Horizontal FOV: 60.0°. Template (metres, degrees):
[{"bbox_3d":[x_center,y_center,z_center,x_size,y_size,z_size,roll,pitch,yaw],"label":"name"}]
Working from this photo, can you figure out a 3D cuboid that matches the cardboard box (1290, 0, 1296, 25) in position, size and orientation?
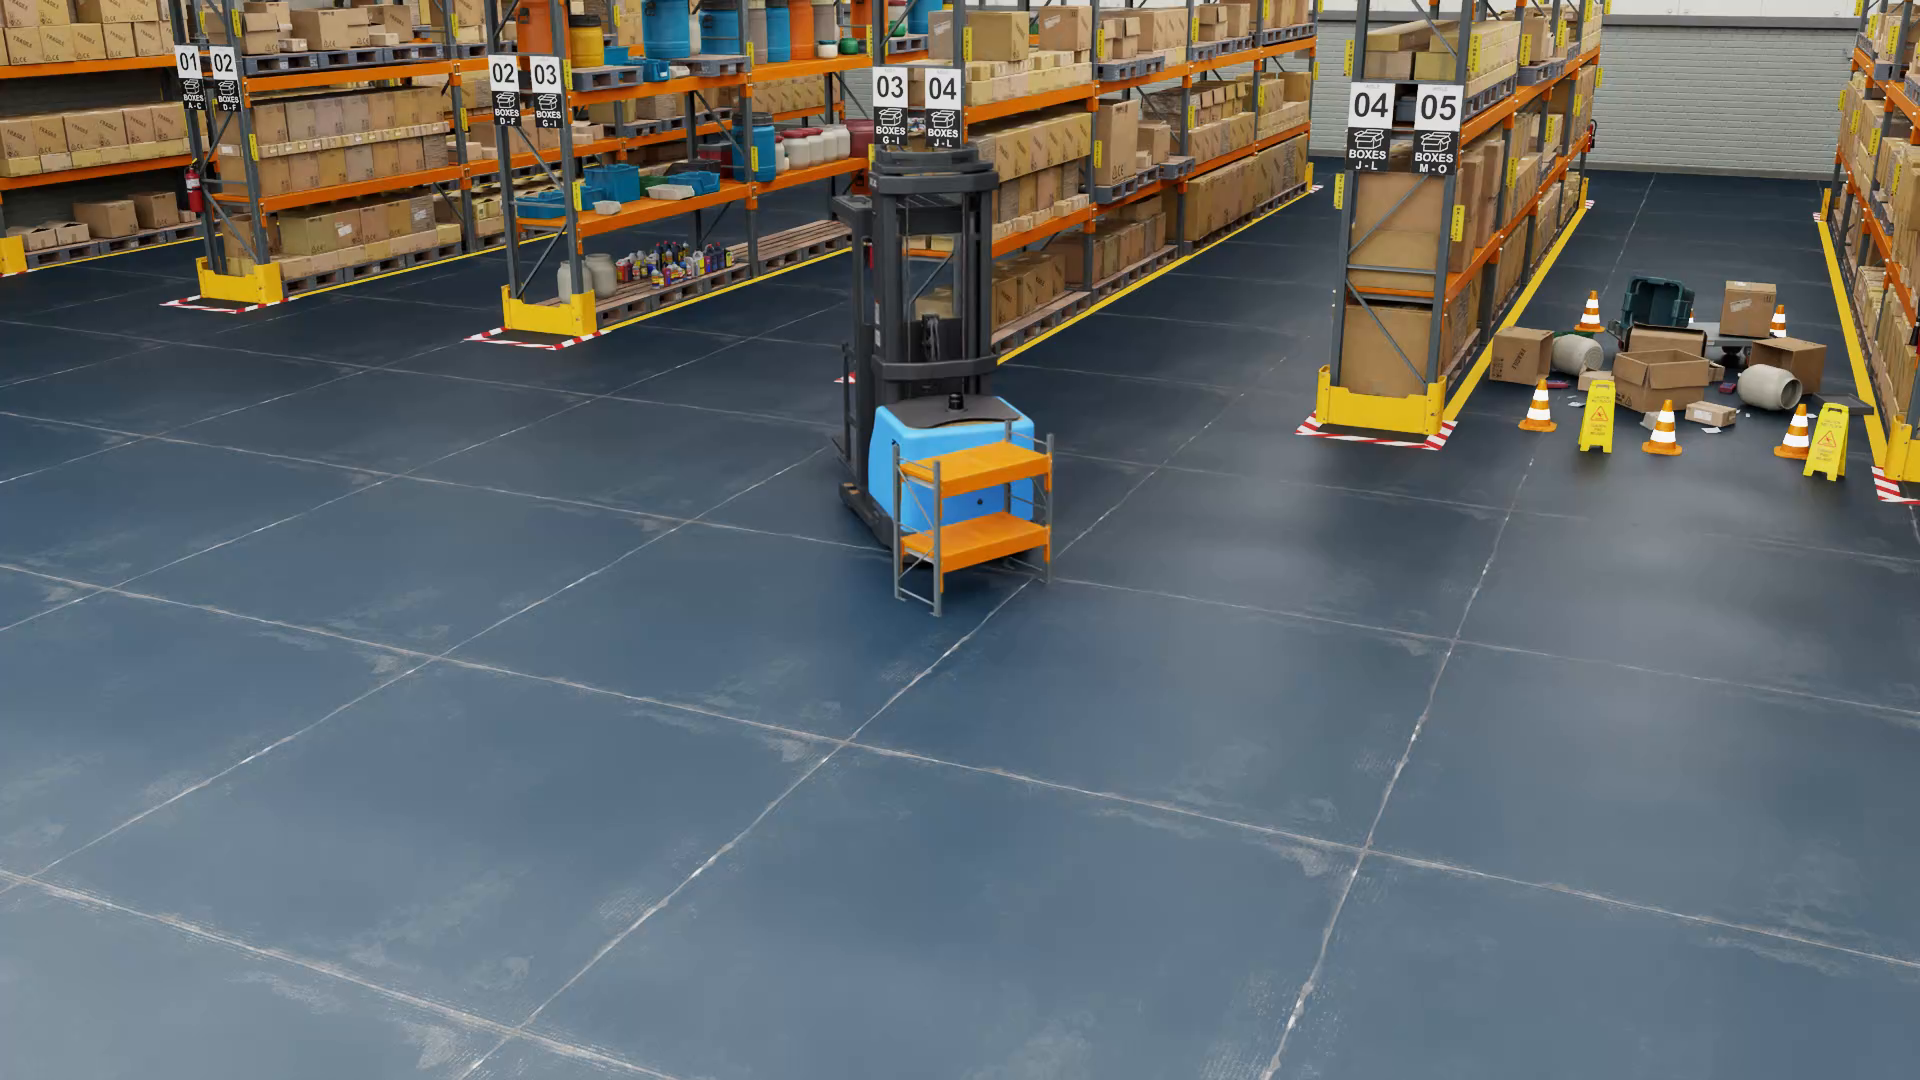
[{"bbox_3d":[5.625,-9.526,29.877,0.700,0.500,0.500,8,21,21],"label":"cardboard box"}]

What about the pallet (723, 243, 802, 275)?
[{"bbox_3d":[-3.017,-4.086,24.142,1.003,0.211,1.213,9,21,23],"label":"pallet"}]

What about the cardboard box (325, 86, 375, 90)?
[{"bbox_3d":[-10.887,-7.845,29.747,0.700,0.500,0.500,6,20,16],"label":"cardboard box"}]

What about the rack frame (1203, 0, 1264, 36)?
[{"bbox_3d":[4.491,-9.746,26.945,1.000,3.000,0.127,9,21,23],"label":"rack frame"}]

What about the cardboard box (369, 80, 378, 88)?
[{"bbox_3d":[-10.755,-8.460,30.539,0.500,0.250,0.500,9,22,24],"label":"cardboard box"}]

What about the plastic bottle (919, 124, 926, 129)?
[{"bbox_3d":[-0.626,-6.830,27.883,0.152,0.276,0.135,9,21,23],"label":"plastic bottle"}]

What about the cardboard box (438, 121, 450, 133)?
[{"bbox_3d":[-7.737,-6.075,24.457,0.380,0.149,0.250,9,21,23],"label":"cardboard box"}]

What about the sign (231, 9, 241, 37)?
[{"bbox_3d":[-8.955,-6.396,20.579,0.100,0.325,0.005,9,21,23],"label":"sign"}]

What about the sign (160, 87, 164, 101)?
[{"bbox_3d":[-12.850,-7.134,26.824,0.100,0.325,0.005,9,21,23],"label":"sign"}]

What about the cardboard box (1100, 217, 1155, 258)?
[{"bbox_3d":[2.382,-4.348,23.792,0.700,0.500,0.500,7,21,18],"label":"cardboard box"}]

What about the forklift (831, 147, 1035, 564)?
[{"bbox_3d":[-0.372,-1.665,13.276,1.130,2.935,3.031,-6,20,-17],"label":"forklift"}]

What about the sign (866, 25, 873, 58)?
[{"bbox_3d":[-0.921,-5.164,17.216,0.100,0.325,0.005,9,21,23],"label":"sign"}]

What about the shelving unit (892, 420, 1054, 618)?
[{"bbox_3d":[0.098,-0.166,11.757,1.048,1.125,0.538,-15,25,-36],"label":"shelving unit"}]

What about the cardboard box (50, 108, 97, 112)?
[{"bbox_3d":[-13.352,-6.221,25.060,0.500,0.500,0.500,9,21,23],"label":"cardboard box"}]

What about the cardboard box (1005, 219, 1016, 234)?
[{"bbox_3d":[0.417,-3.571,18.907,0.380,0.149,0.250,9,21,23],"label":"cardboard box"}]

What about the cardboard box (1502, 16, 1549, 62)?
[{"bbox_3d":[6.880,-6.121,20.302,0.500,0.500,0.500,9,21,23],"label":"cardboard box"}]

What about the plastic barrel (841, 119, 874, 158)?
[{"bbox_3d":[-1.579,-6.257,25.884,0.600,0.536,0.708,9,21,23],"label":"plastic barrel"}]

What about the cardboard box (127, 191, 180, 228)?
[{"bbox_3d":[-12.730,-5.220,26.244,0.500,0.500,0.500,7,21,19],"label":"cardboard box"}]

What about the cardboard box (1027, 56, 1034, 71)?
[{"bbox_3d":[0.620,-5.392,18.806,0.380,0.149,0.250,8,21,21],"label":"cardboard box"}]

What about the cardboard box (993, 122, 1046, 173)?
[{"bbox_3d":[0.665,-4.499,19.058,0.500,0.500,0.500,9,21,23],"label":"cardboard box"}]

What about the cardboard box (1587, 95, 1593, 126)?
[{"bbox_3d":[10.664,-7.446,28.836,0.500,0.500,0.500,9,21,24],"label":"cardboard box"}]

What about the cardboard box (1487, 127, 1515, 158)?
[{"bbox_3d":[6.313,-4.746,20.195,0.700,0.500,0.500,9,21,23],"label":"cardboard box"}]

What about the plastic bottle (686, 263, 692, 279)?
[{"bbox_3d":[-3.609,-3.560,22.022,0.097,0.201,0.097,0,20,0],"label":"plastic bottle"}]

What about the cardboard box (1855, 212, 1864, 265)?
[{"bbox_3d":[12.988,-4.279,23.069,0.875,0.875,0.875,9,22,24],"label":"cardboard box"}]

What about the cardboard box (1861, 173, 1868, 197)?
[{"bbox_3d":[12.059,-4.615,21.694,0.500,0.250,0.500,9,21,24],"label":"cardboard box"}]

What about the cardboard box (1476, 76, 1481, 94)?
[{"bbox_3d":[4.700,-4.295,15.692,0.380,0.149,0.250,9,21,23],"label":"cardboard box"}]

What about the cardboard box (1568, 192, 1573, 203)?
[{"bbox_3d":[10.036,-5.743,27.823,0.380,0.149,0.250,9,21,23],"label":"cardboard box"}]

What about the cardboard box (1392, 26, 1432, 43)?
[{"bbox_3d":[4.514,-5.071,16.685,0.380,0.149,0.250,9,21,23],"label":"cardboard box"}]

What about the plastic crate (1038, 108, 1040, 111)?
[{"bbox_3d":[1.442,-8.452,32.563,0.396,0.136,0.243,9,21,23],"label":"plastic crate"}]

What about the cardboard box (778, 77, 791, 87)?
[{"bbox_3d":[-3.674,-9.219,32.773,0.500,0.500,0.500,8,21,21],"label":"cardboard box"}]

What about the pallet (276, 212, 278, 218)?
[{"bbox_3d":[-11.526,-5.812,28.996,1.003,0.211,1.213,9,21,23],"label":"pallet"}]

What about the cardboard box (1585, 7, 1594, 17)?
[{"bbox_3d":[10.094,-8.588,27.046,0.380,0.149,0.250,8,21,21],"label":"cardboard box"}]

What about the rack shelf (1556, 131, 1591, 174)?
[{"bbox_3d":[9.794,-6.481,27.789,1.077,0.370,4.000,9,21,23],"label":"rack shelf"}]

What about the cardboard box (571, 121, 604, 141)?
[{"bbox_3d":[-6.372,-6.910,28.056,0.500,0.311,0.500,10,22,26],"label":"cardboard box"}]

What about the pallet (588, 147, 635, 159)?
[{"bbox_3d":[-7.684,-8.613,36.871,1.003,0.211,1.213,9,21,23],"label":"pallet"}]

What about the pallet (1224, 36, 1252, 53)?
[{"bbox_3d":[4.161,-7.956,26.672,0.805,0.209,1.217,8,21,21],"label":"pallet"}]

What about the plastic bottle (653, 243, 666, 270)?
[{"bbox_3d":[-4.090,-3.866,22.659,0.144,0.351,0.185,8,21,20],"label":"plastic bottle"}]

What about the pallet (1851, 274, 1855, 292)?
[{"bbox_3d":[12.286,-3.254,21.804,1.003,0.211,1.213,9,21,23],"label":"pallet"}]

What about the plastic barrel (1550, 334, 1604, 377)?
[{"bbox_3d":[6.634,-1.992,17.938,0.421,0.421,0.512,-9,22,-24],"label":"plastic barrel"}]

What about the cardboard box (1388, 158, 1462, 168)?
[{"bbox_3d":[4.389,-3.408,16.241,0.875,0.550,0.550,9,21,23],"label":"cardboard box"}]

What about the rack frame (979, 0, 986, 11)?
[{"bbox_3d":[-0.028,-10.426,28.856,1.000,3.000,0.127,9,21,23],"label":"rack frame"}]

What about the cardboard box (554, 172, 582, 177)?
[{"bbox_3d":[-6.665,-6.104,28.297,0.500,0.311,0.500,9,22,25],"label":"cardboard box"}]

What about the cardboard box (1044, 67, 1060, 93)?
[{"bbox_3d":[0.839,-5.327,19.218,0.500,0.250,0.500,8,21,22],"label":"cardboard box"}]

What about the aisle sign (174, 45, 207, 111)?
[{"bbox_3d":[-9.754,-5.857,21.082,0.394,0.787,0.004,9,21,23],"label":"aisle sign"}]

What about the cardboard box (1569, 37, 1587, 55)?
[{"bbox_3d":[9.405,-7.656,25.768,0.500,0.250,0.500,10,22,25],"label":"cardboard box"}]

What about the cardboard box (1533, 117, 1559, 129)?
[{"bbox_3d":[8.772,-6.258,24.949,0.380,0.149,0.250,8,21,21],"label":"cardboard box"}]

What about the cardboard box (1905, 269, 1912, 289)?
[{"bbox_3d":[9.225,-2.473,15.822,0.380,0.149,0.250,8,21,22],"label":"cardboard box"}]

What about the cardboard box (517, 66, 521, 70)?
[{"bbox_3d":[-9.024,-9.331,32.988,0.500,0.250,0.500,9,22,24],"label":"cardboard box"}]

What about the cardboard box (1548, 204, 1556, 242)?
[{"bbox_3d":[8.691,-4.811,25.124,0.500,0.500,0.500,8,21,21],"label":"cardboard box"}]

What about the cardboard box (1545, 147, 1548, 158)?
[{"bbox_3d":[8.245,-5.580,23.930,0.380,0.149,0.250,9,21,23],"label":"cardboard box"}]

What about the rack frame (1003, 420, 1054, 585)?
[{"bbox_3d":[0.494,-0.273,12.058,0.032,1.125,0.500,-15,25,-36],"label":"rack frame"}]

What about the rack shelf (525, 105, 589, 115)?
[{"bbox_3d":[-8.247,-9.231,35.523,1.077,0.370,4.000,9,21,23],"label":"rack shelf"}]

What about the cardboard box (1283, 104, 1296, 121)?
[{"bbox_3d":[5.756,-7.717,29.971,0.500,0.250,0.500,8,21,21],"label":"cardboard box"}]

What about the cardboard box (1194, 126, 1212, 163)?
[{"bbox_3d":[3.509,-6.013,25.252,0.500,0.500,0.500,8,21,21],"label":"cardboard box"}]

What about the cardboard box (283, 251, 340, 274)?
[{"bbox_3d":[-8.835,-3.801,22.657,0.500,0.250,0.500,9,21,23],"label":"cardboard box"}]

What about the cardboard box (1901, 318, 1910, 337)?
[{"bbox_3d":[8.903,-1.932,15.313,0.380,0.149,0.250,9,21,24],"label":"cardboard box"}]

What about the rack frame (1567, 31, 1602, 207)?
[{"bbox_3d":[10.613,-7.431,29.388,1.000,3.000,0.127,9,21,23],"label":"rack frame"}]

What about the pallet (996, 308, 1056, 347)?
[{"bbox_3d":[0.474,-2.576,19.897,1.003,0.211,1.213,9,21,23],"label":"pallet"}]

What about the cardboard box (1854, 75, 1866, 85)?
[{"bbox_3d":[14.427,-7.300,26.408,0.380,0.149,0.250,8,21,21],"label":"cardboard box"}]
